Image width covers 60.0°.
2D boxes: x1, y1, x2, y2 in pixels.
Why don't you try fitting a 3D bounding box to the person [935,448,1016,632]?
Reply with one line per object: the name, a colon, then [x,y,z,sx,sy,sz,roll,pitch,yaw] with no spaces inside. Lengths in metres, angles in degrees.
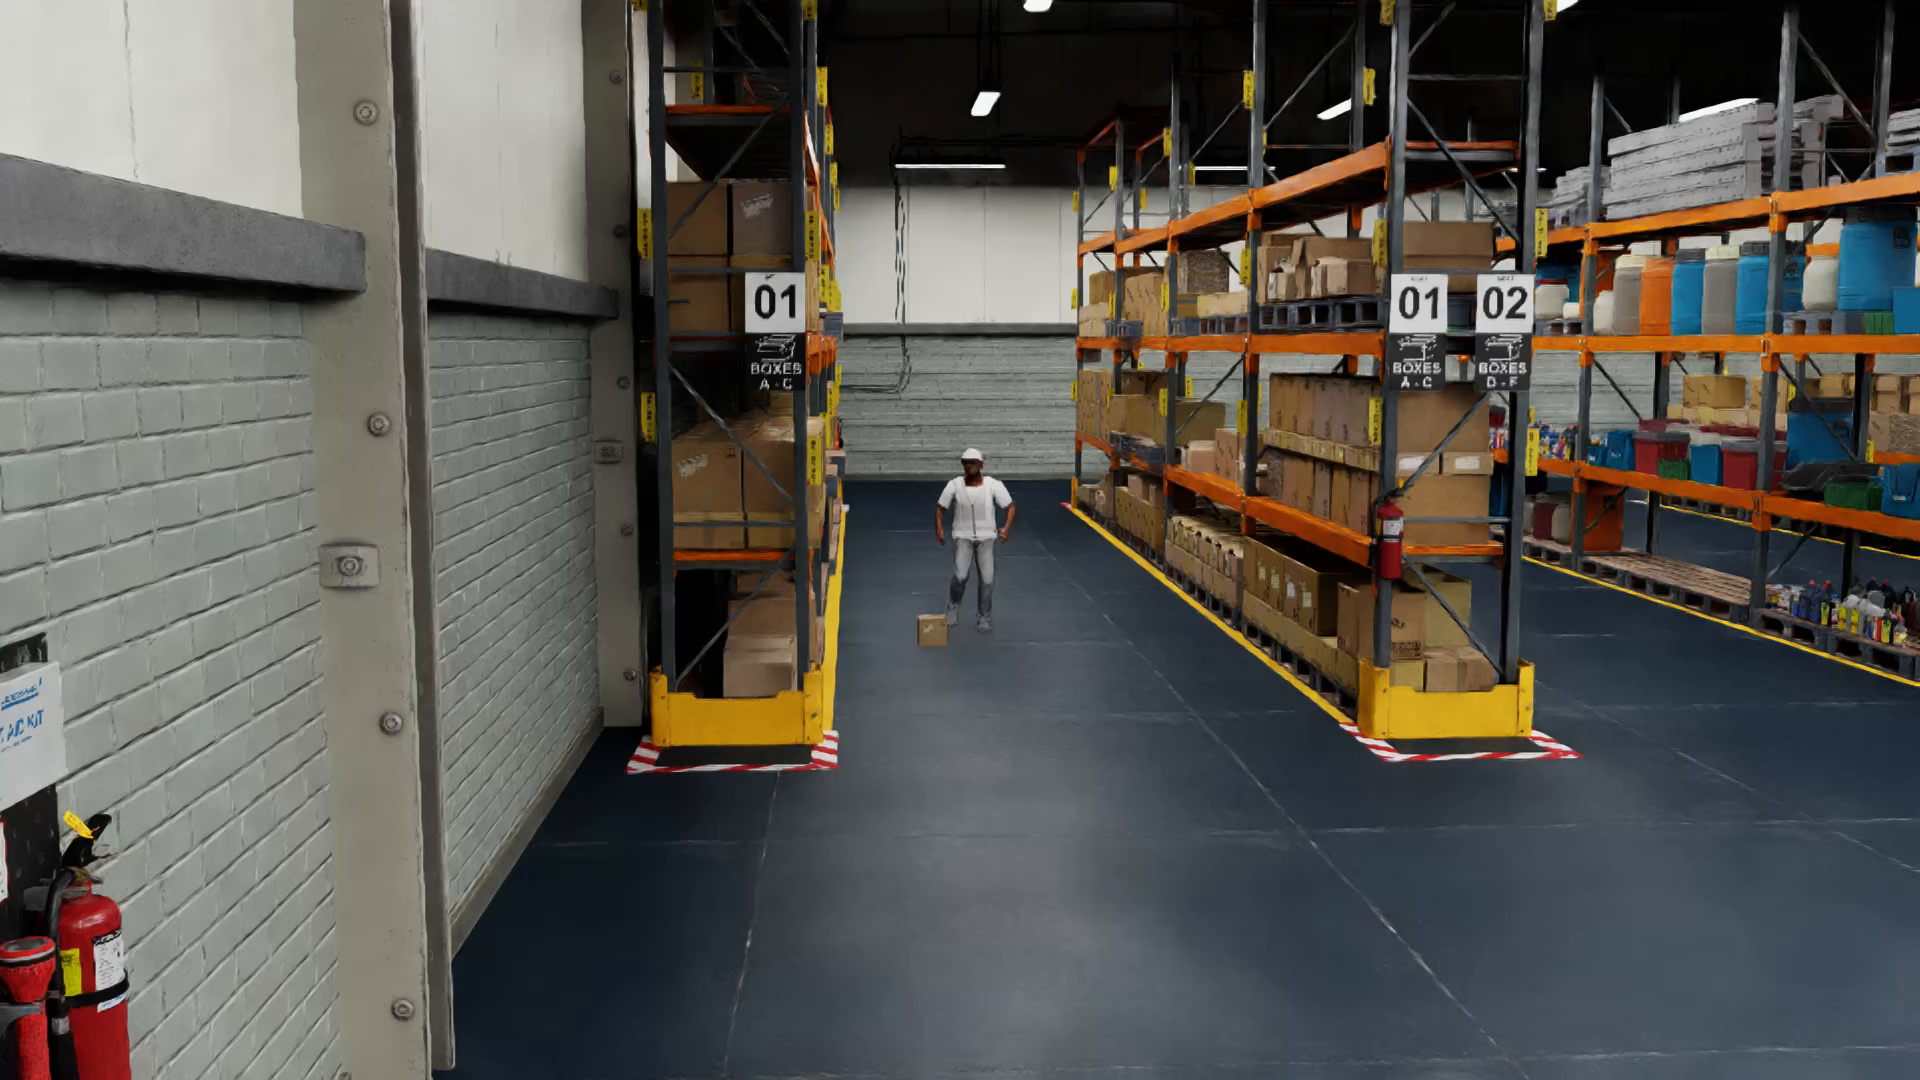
person: [0.151,-0.001,15.787,0.766,1.737,0.516,0,7,-3]
